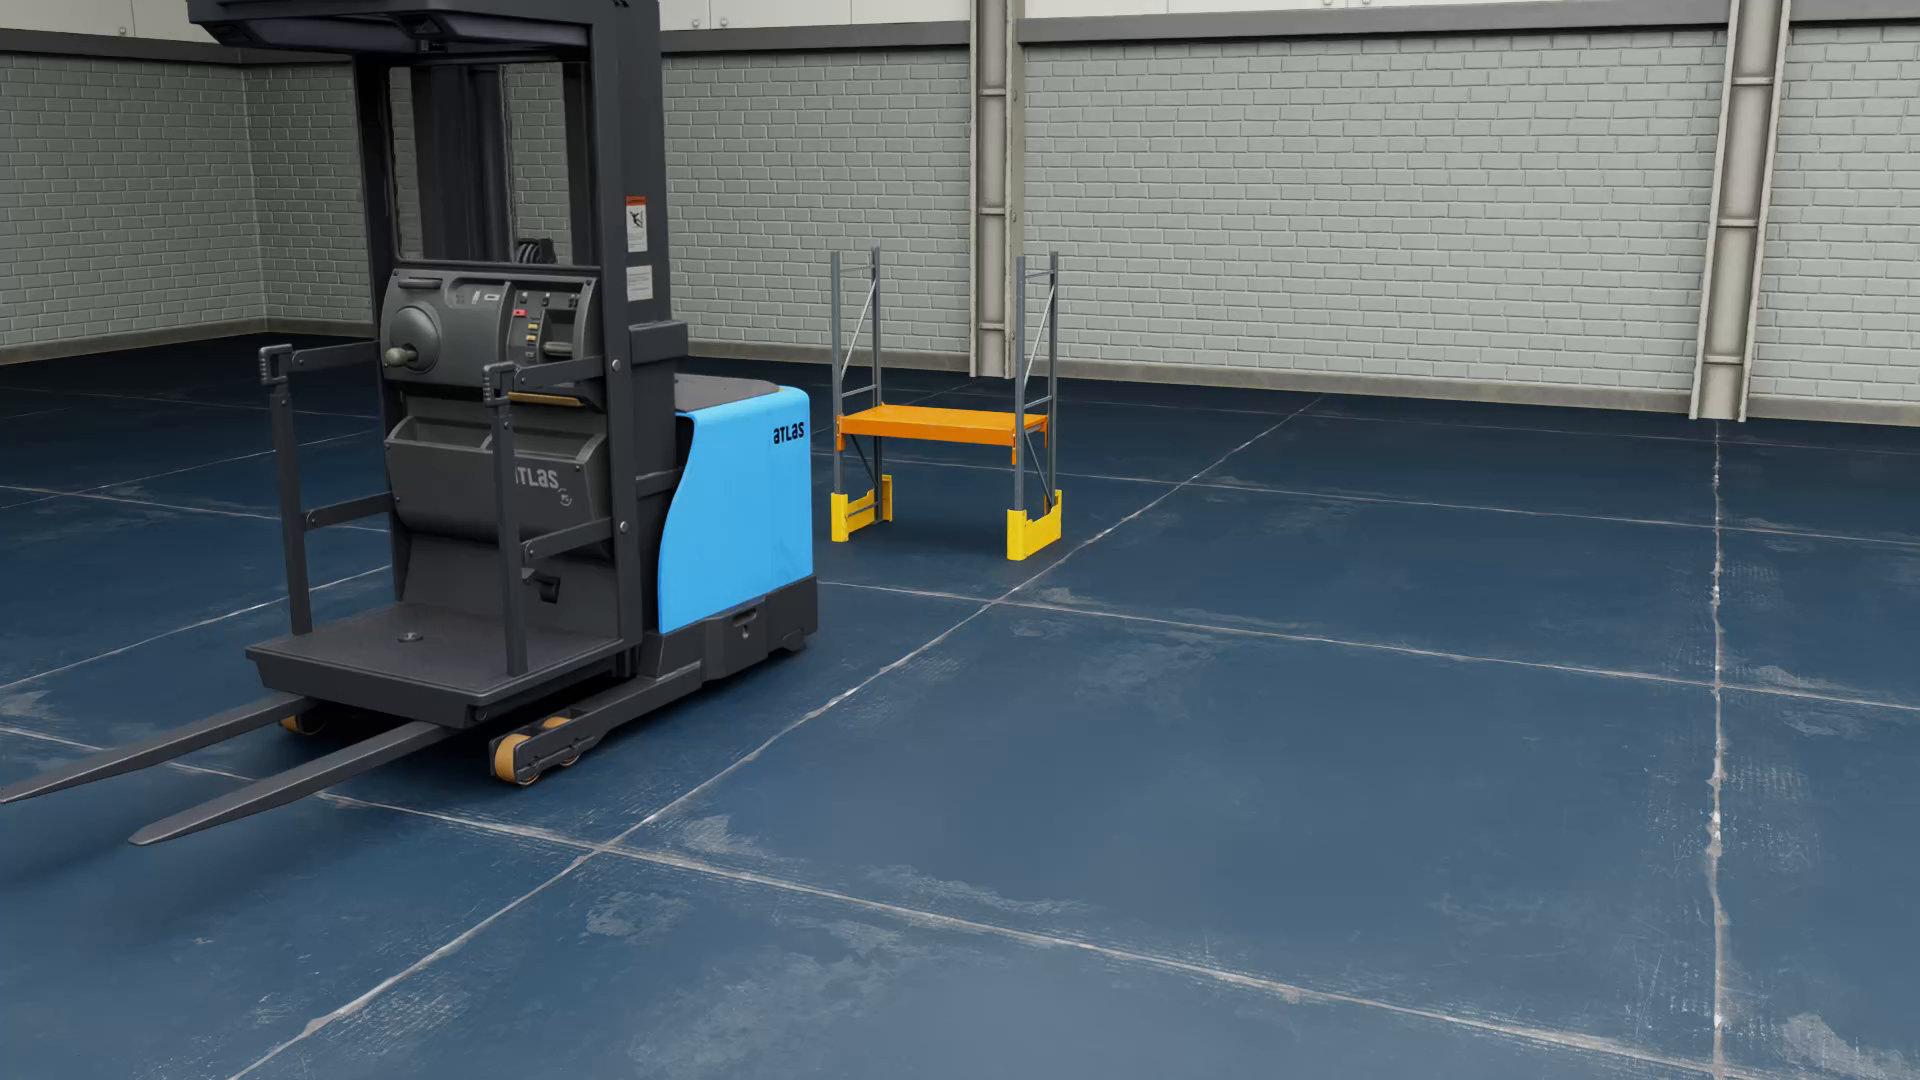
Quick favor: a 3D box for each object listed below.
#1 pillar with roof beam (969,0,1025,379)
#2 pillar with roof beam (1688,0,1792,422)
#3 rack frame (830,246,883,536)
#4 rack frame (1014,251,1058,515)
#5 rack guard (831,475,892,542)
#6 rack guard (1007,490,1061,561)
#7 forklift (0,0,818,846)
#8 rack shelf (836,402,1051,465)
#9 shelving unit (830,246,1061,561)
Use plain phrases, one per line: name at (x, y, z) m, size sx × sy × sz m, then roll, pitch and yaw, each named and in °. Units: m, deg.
pillar with roof beam at (-1.417, -4.979, 10.274) m, size 0.400 × 9.000 × 9.100 m, roll 6°, pitch 14°, yaw 23°
pillar with roof beam at (4.069, -4.423, 7.908) m, size 0.400 × 9.000 × 9.100 m, roll 6°, pitch 14°, yaw 23°
rack frame at (-0.543, -0.785, 8.818) m, size 0.032 × 1.500 × 0.500 m, roll 6°, pitch 14°, yaw 23°
rack frame at (0.387, -0.691, 8.417) m, size 0.032 × 1.500 × 0.500 m, roll 6°, pitch 14°, yaw 23°
rack guard at (-0.525, -0.175, 8.953) m, size 0.087 × 0.250 × 0.587 m, roll 6°, pitch 14°, yaw 23°
rack guard at (0.386, -0.083, 8.560) m, size 0.087 × 0.250 × 0.587 m, roll 6°, pitch 14°, yaw 23°
forklift at (-1.729, -0.750, 5.536) m, size 1.130 × 2.935 × 3.031 m, roll 7°, pitch 15°, yaw 27°
rack shelf at (-0.078, -0.563, 8.658) m, size 1.000 × 0.185 × 0.538 m, roll 6°, pitch 14°, yaw 23°
shelving unit at (-0.070, -0.737, 8.614) m, size 1.083 × 1.500 × 0.587 m, roll 6°, pitch 14°, yaw 23°
